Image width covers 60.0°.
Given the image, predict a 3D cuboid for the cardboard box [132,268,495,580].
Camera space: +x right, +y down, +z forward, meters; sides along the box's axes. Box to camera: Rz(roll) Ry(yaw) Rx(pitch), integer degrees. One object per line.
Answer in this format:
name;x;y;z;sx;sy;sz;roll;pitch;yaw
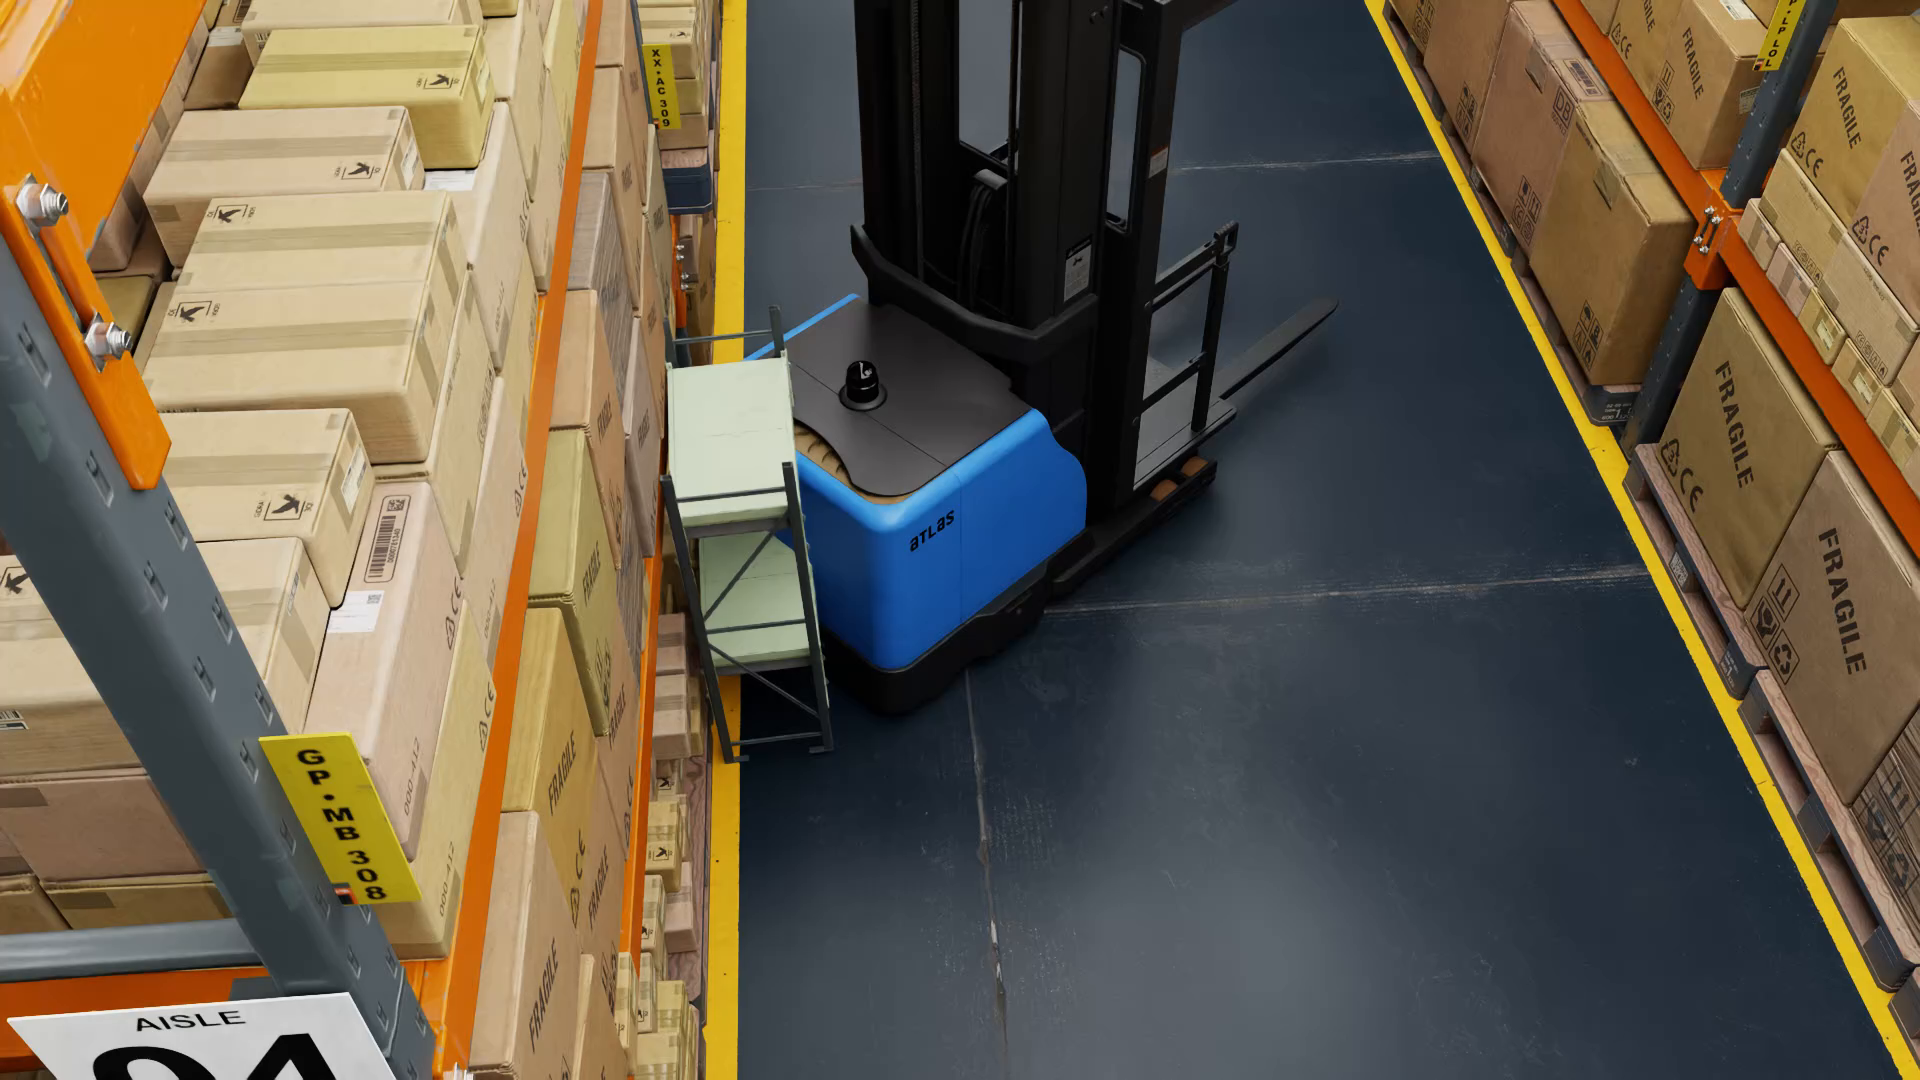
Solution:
cardboard box;-1.051;-0.181;2.685;0.500;0.250;0.500;-4;47;-4

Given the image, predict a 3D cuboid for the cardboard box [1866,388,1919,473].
cardboard box;3.171;-0.364;5.339;0.380;0.149;0.250;-4;47;-4

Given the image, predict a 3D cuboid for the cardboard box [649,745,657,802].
cardboard box;-1.180;0.786;5.340;0.380;0.149;0.250;-3;47;-3

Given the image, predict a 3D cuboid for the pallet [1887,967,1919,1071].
pallet;3.578;1.839;5.000;1.003;0.211;1.213;-3;47;-3

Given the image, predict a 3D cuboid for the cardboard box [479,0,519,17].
cardboard box;-1.089;-1.175;3.352;0.380;0.149;0.250;-4;47;-4

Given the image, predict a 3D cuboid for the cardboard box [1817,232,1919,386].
cardboard box;3.203;-0.775;5.453;0.500;0.250;0.500;-4;47;-3

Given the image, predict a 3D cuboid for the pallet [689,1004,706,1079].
pallet;-1.267;1.996;4.851;1.003;0.211;1.213;-3;47;-3

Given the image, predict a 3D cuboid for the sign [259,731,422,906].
sign;-0.688;0.317;1.853;0.100;0.325;0.005;-3;47;-3

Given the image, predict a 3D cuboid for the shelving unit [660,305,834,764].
shelving unit;-0.730;0.022;5.801;0.431;1.500;0.755;-6;48;-4

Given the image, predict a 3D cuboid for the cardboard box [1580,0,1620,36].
cardboard box;2.991;-2.533;7.151;0.500;0.500;0.500;-4;47;-4

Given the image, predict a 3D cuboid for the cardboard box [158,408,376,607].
cardboard box;-1.032;-0.041;2.278;0.380;0.149;0.250;-2;47;-2

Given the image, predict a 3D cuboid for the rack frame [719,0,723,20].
rack frame;-1.898;-4.106;8.710;1.000;3.000;0.127;-3;47;-3

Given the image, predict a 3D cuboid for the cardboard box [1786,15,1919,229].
cardboard box;3.173;-1.387;5.516;0.500;0.500;0.500;-3;47;-3

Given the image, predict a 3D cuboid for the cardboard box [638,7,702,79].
cardboard box;-1.138;-1.788;5.988;0.380;0.149;0.250;-1;47;-1

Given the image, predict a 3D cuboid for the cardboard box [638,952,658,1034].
cardboard box;-1.073;1.357;4.800;0.380;0.149;0.250;-6;47;-5

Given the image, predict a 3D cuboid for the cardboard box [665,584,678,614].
cardboard box;-1.222;0.305;6.001;0.380;0.149;0.250;-3;47;-3

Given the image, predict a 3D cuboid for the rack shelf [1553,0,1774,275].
rack shelf;3.220;-2.640;7.817;1.077;0.370;4.000;-3;47;-3

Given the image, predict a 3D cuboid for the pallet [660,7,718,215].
pallet;-1.482;-1.708;6.570;1.003;0.211;1.213;-3;47;-3

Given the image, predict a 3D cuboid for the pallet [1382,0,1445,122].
pallet;3.044;-2.801;9.394;1.003;0.211;1.213;-3;47;-3

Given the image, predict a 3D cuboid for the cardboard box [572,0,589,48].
cardboard box;-1.223;-1.492;4.271;0.500;0.250;0.500;-4;47;-3

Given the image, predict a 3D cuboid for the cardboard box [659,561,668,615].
cardboard box;-1.241;0.215;5.881;0.380;0.149;0.250;-2;47;-2

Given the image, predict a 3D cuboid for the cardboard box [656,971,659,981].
cardboard box;-1.122;1.269;5.088;0.380;0.149;0.250;-6;47;-5

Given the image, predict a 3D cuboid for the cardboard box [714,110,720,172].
cardboard box;-1.482;-2.173;8.311;0.500;0.500;0.500;-5;47;-5

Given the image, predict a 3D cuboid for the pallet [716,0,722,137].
pallet;-1.834;-2.582;9.186;1.003;0.211;1.213;-3;47;-3

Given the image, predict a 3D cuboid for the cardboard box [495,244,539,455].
cardboard box;-1.107;-0.392;3.229;0.500;0.250;0.500;-5;47;-5

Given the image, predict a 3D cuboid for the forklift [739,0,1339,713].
forklift;0.440;-1.334;6.131;1.130;2.935;3.031;35;56;29

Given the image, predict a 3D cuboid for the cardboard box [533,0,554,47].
cardboard box;-1.191;-1.292;3.737;0.500;0.250;0.500;-2;47;-2

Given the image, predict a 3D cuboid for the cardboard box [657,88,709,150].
cardboard box;-1.138;-1.583;6.204;0.380;0.149;0.250;-6;47;-5

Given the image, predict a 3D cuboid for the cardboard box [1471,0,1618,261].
cardboard box;3.239;-1.963;7.854;1.225;0.875;0.875;-5;47;-5

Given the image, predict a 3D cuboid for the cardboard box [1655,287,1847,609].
cardboard box;3.363;-0.372;6.347;0.875;0.875;0.875;-3;47;-3

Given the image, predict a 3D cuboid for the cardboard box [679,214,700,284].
cardboard box;-1.362;-1.306;6.973;0.500;0.250;0.500;-5;47;-5

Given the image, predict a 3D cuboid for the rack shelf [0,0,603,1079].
rack shelf;-1.396;-0.549;3.770;1.077;0.370;4.000;-3;47;-3

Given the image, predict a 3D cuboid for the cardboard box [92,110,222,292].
cardboard box;-1.605;-0.529;3.014;0.500;0.250;0.500;-3;47;-3

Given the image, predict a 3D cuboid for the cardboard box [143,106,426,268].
cardboard box;-1.128;-0.598;2.805;0.380;0.149;0.250;-2;47;-2

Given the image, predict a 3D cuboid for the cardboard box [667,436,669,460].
cardboard box;-1.274;-0.339;6.406;0.380;0.149;0.250;-2;47;-2

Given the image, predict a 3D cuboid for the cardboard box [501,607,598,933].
cardboard box;-1.050;0.496;3.389;0.500;0.500;0.500;-2;47;-2

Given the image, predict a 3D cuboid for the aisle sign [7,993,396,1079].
aisle sign;-0.923;0.822;2.251;0.394;0.787;0.004;-3;47;-3

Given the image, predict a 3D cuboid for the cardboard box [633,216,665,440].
cardboard box;-1.199;-0.640;5.153;0.500;0.500;0.500;-5;47;-4

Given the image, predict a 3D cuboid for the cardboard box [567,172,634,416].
cardboard box;-1.177;-0.624;4.449;0.500;0.500;0.500;-2;47;-2

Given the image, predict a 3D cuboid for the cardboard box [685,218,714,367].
cardboard box;-1.361;-1.048;7.245;0.500;0.500;0.500;-2;47;-2

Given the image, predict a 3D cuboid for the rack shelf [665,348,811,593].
rack shelf;-0.740;-0.238;5.510;0.431;0.370;0.720;-6;48;-4

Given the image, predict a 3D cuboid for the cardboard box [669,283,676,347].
cardboard box;-1.176;-0.754;5.707;0.380;0.149;0.250;-5;47;-4

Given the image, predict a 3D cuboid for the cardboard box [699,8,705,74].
cardboard box;-1.161;-1.873;6.273;0.380;0.149;0.250;-4;47;-4

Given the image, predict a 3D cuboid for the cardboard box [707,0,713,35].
cardboard box;-1.204;-2.146;6.737;0.380;0.149;0.250;-3;47;-3

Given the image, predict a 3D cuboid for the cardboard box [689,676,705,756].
cardboard box;-1.104;0.635;5.893;0.380;0.149;0.250;-4;47;-3

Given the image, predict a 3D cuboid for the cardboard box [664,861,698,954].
cardboard box;-1.047;1.200;5.359;0.380;0.149;0.250;-6;47;-5

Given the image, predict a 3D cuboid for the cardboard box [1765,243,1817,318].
cardboard box;3.103;-0.930;5.874;0.380;0.149;0.250;-5;47;-5

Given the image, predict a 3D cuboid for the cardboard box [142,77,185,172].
cardboard box;-1.625;-0.758;2.957;0.380;0.149;0.250;-3;47;-2

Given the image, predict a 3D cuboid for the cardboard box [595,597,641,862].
cardboard box;-1.089;0.463;4.109;0.500;0.500;0.500;-3;47;-3

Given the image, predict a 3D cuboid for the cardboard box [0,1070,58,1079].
cardboard box;-1.514;0.885;3.020;0.500;0.500;0.500;-4;47;-4
